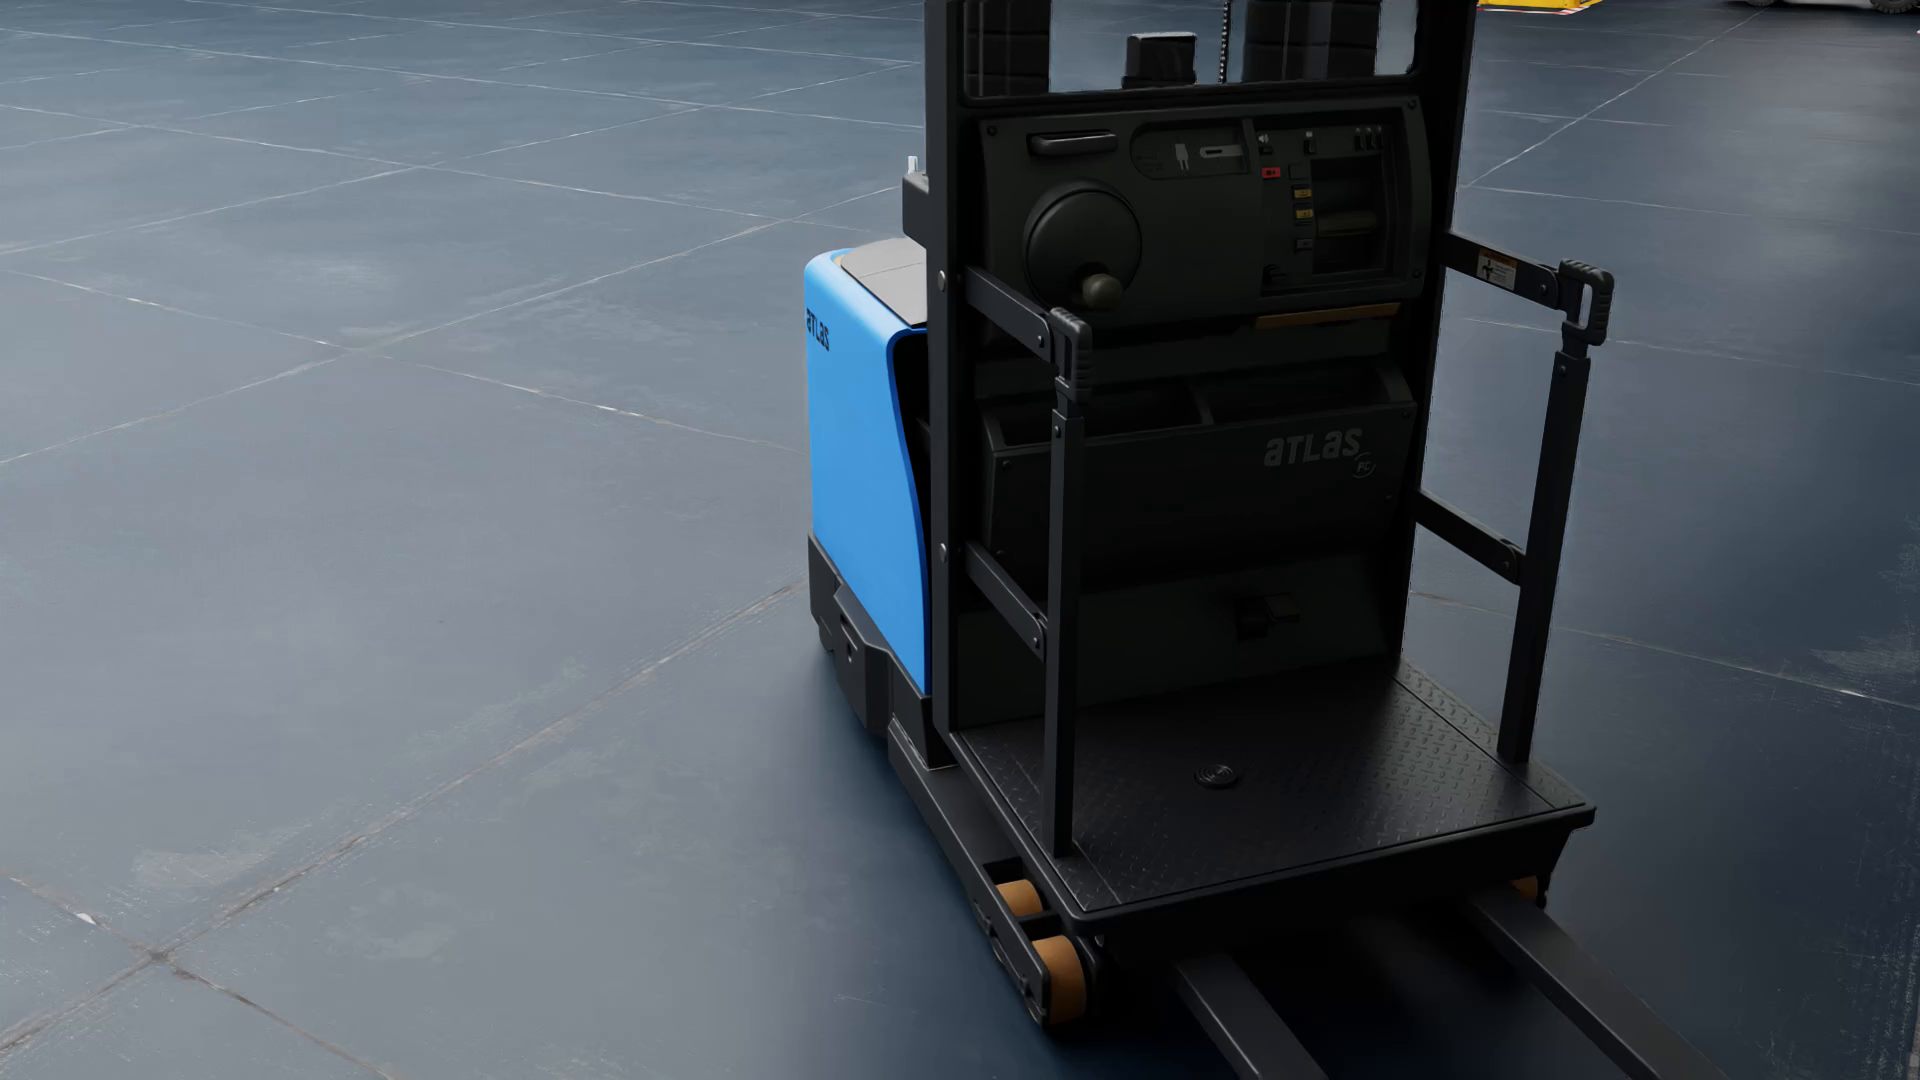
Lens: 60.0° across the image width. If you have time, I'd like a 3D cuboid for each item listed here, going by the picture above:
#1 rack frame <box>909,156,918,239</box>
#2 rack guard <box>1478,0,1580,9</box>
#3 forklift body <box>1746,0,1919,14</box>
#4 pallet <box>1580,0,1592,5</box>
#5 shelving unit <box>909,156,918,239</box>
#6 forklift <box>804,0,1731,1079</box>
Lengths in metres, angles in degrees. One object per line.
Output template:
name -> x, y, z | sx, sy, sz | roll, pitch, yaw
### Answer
rack frame -> -0.041, -0.524, 4.950 | 0.240, 1.200, 0.015 | 14, 27, 29
rack guard -> 6.985, -6.806, 20.343 | 1.175, 0.500, 0.348 | 14, 27, 29
forklift body -> 10.615, -7.522, 19.917 | 2.313, 2.155, 1.214 | 14, 27, 29
pallet -> 7.444, -6.940, 21.017 | 1.003, 0.211, 1.213 | 14, 27, 29
shelving unit -> 0.087, -0.607, 5.141 | 0.258, 1.200, 0.503 | 14, 27, 29
forklift -> 0.554, -0.613, 2.978 | 1.130, 2.935, 3.031 | -8, 25, -18
